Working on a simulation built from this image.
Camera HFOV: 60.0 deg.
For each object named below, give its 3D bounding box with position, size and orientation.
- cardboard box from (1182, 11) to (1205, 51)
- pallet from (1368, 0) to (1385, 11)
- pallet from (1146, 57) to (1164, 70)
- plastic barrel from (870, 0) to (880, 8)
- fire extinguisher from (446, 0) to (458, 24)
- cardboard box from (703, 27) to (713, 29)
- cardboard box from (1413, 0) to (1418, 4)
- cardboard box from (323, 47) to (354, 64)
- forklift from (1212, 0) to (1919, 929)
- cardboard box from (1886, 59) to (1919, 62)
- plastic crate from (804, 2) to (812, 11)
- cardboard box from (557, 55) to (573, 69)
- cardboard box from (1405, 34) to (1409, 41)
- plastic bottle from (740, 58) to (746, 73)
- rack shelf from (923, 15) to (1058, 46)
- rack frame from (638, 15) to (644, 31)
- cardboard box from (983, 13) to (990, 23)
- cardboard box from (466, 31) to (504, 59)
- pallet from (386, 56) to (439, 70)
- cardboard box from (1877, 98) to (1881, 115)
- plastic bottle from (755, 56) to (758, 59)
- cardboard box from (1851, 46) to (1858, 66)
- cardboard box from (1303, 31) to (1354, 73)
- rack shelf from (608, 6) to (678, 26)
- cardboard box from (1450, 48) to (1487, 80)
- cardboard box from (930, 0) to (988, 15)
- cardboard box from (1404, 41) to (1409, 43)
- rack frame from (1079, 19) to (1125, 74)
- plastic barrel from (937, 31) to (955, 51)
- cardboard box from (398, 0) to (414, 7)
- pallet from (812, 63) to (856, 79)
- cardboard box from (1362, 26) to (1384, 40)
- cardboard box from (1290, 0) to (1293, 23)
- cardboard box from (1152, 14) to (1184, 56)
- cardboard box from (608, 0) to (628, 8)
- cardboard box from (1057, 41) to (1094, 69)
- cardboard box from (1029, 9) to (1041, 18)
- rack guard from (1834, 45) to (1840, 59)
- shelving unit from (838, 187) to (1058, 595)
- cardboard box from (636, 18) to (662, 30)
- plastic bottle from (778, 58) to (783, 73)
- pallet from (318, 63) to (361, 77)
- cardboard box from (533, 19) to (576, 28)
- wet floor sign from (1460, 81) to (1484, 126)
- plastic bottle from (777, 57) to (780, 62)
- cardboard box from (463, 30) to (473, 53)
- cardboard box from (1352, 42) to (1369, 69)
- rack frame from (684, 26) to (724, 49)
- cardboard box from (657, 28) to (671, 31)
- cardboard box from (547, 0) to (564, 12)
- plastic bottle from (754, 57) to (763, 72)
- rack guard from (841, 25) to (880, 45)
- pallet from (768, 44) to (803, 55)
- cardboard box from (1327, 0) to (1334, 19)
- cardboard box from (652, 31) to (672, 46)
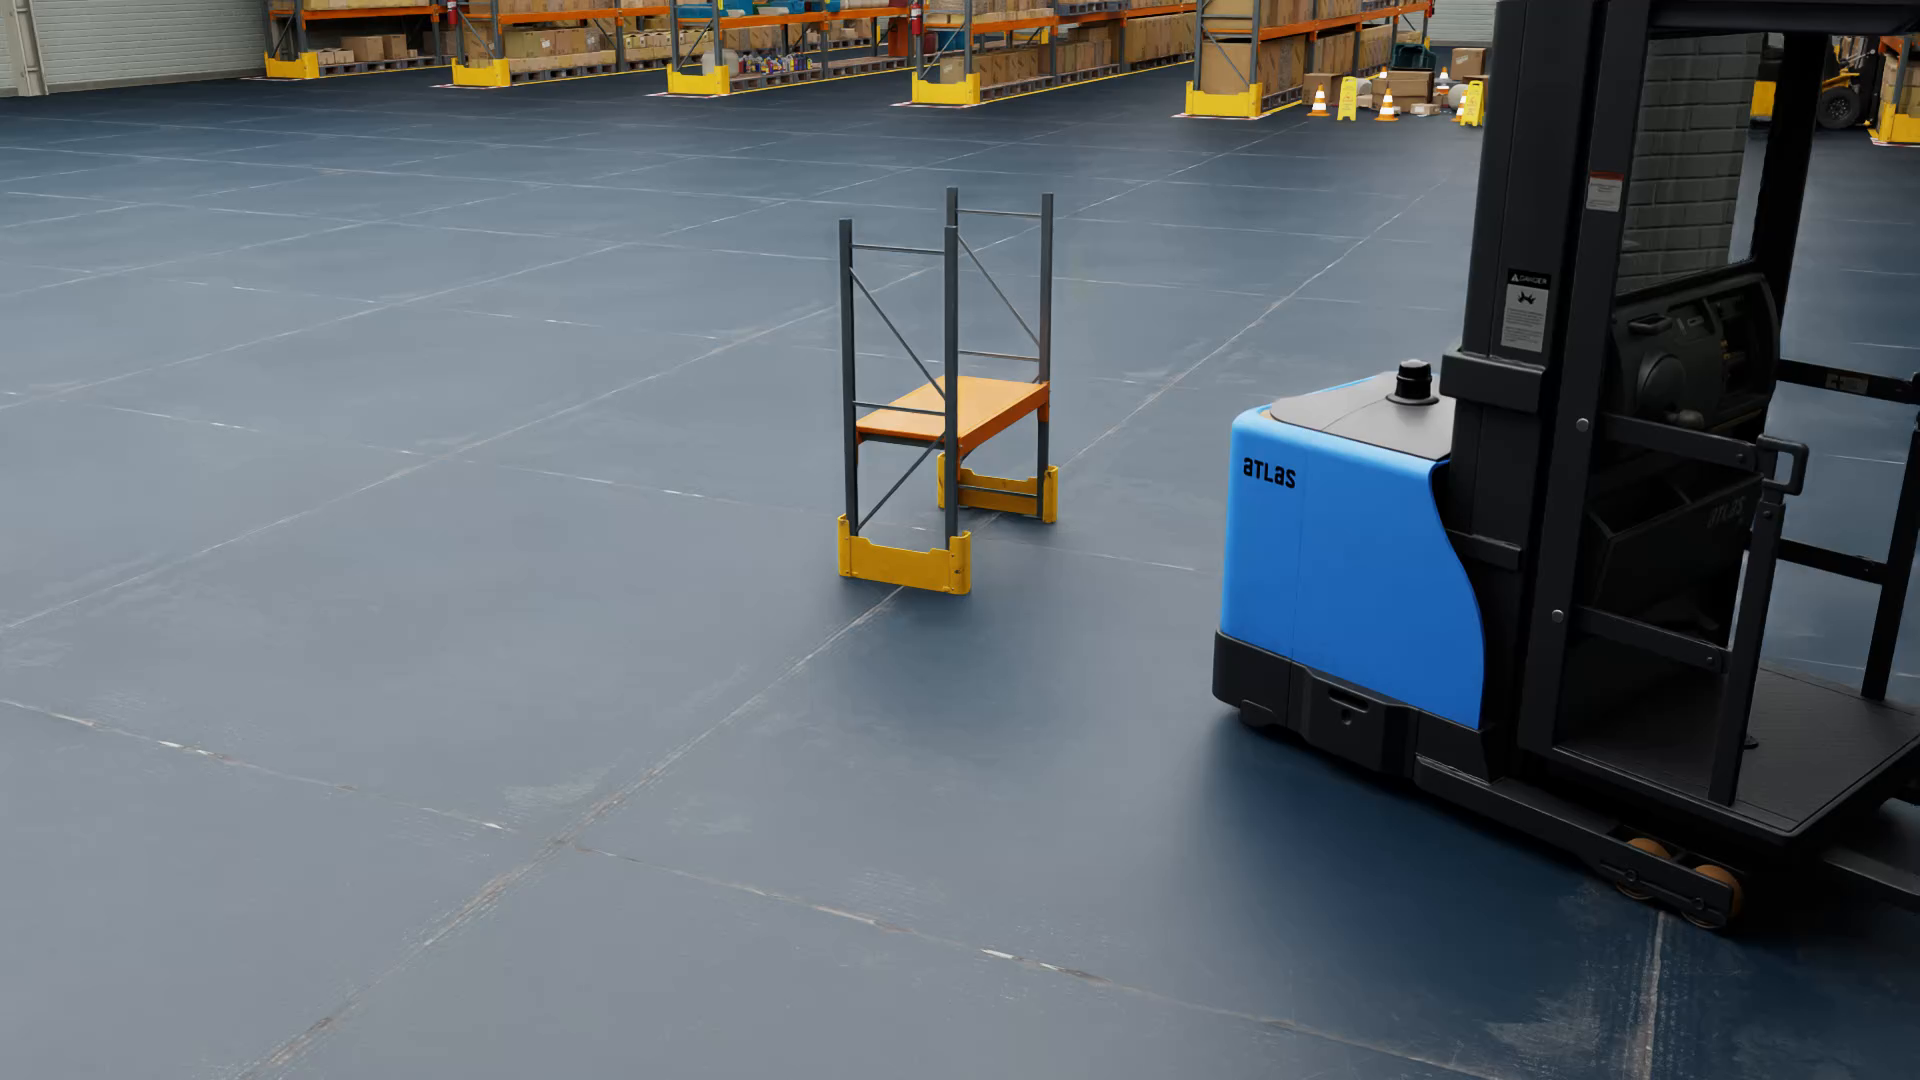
[{"bbox_3d":[5.352,-12.266,40.026,0.875,0.875,0.875,9,21,23],"label":"cardboard box"},{"bbox_3d":[8.259,-11.189,34.741,1.003,0.211,1.213,9,21,23],"label":"pallet"},{"bbox_3d":[3.895,-10.669,37.153,1.003,0.211,1.213,9,21,23],"label":"pallet"},{"bbox_3d":[-1.915,-11.640,35.555,0.421,0.512,0.421,0,20,0],"label":"plastic barrel"},{"bbox_3d":[-9.782,-10.286,32.031,0.296,0.674,0.183,9,21,23],"label":"fire extinguisher"},{"bbox_3d":[-5.865,-12.088,40.057,0.500,0.500,0.500,9,22,25],"label":"cardboard box"},{"bbox_3d":[10.443,-12.550,38.657,0.380,0.149,0.250,8,21,20],"label":"cardboard box"},{"bbox_3d":[-13.232,-10.287,35.275,0.500,0.311,0.500,11,22,27],"label":"cardboard box"},{"bbox_3d":[2.224,-0.520,4.558,1.130,2.935,3.031,-16,25,-38],"label":"forklift"},{"bbox_3d":[13.817,-6.918,24.430,0.500,0.250,0.500,8,21,22],"label":"cardboard box"},{"bbox_3d":[-3.235,-11.057,33.988,0.402,0.464,0.583,9,21,23],"label":"plastic crate"},{"bbox_3d":[-8.271,-9.789,33.995,0.500,0.250,0.500,9,21,23],"label":"cardboard box"},{"bbox_3d":[10.117,-11.578,38.287,0.380,0.149,0.250,9,21,23],"label":"cardboard box"},{"bbox_3d":[-4.215,-9.222,32.321,0.061,0.283,0.133,9,21,23],"label":"plastic bottle"},{"bbox_3d":[0.545,-9.207,29.955,1.077,0.370,4.000,9,21,23],"label":"rack shelf"},{"bbox_3d":[-8.917,-14.642,44.163,1.000,3.000,0.127,9,21,23],"label":"rack frame"},{"bbox_3d":[0.297,-9.019,28.727,0.380,0.149,0.250,9,21,23],"label":"cardboard box"},{"bbox_3d":[-9.362,-9.755,32.781,0.500,0.500,0.500,9,21,23],"label":"cardboard box"},{"bbox_3d":[-12.435,-10.672,37.163,1.003,0.211,1.213,9,21,23],"label":"pallet"},{"bbox_3d":[13.627,-6.287,24.146,0.500,0.250,0.500,9,21,23],"label":"cardboard box"},{"bbox_3d":[-4.046,-9.472,33.024,0.061,0.283,0.133,10,22,25],"label":"plastic bottle"},{"bbox_3d":[17.599,-9.302,32.253,0.500,0.500,0.500,8,21,22],"label":"cardboard box"},{"bbox_3d":[7.155,-9.633,32.809,1.050,0.750,0.750,8,21,22],"label":"cardboard box"},{"bbox_3d":[-6.853,-11.790,37.219,1.077,0.370,4.000,9,21,23],"label":"rack shelf"},{"bbox_3d":[8.769,-8.212,28.683,0.500,0.500,0.500,9,21,23],"label":"cardboard box"},{"bbox_3d":[-0.023,-9.286,28.511,0.875,0.500,0.500,9,21,23],"label":"cardboard box"},{"bbox_3d":[10.061,-11.354,38.101,0.380,0.149,0.250,8,21,22],"label":"cardboard box"},{"bbox_3d":[3.002,-11.380,34.992,1.000,3.000,0.127,9,21,23],"label":"rack frame"},{"bbox_3d":[-0.407,-12.111,39.553,0.600,0.901,0.708,9,21,23],"label":"plastic barrel"},{"bbox_3d":[-12.322,-11.798,36.359,0.500,0.250,0.500,9,21,23],"label":"cardboard box"},{"bbox_3d":[-2.868,-9.769,34.622,1.003,0.211,1.213,9,21,23],"label":"pallet"},{"bbox_3d":[8.623,-10.684,35.018,0.500,0.250,0.500,8,21,20],"label":"cardboard box"},{"bbox_3d":[5.175,-9.082,28.306,0.875,0.550,0.550,9,21,23],"label":"cardboard box"},{"bbox_3d":[4.396,-11.601,38.158,1.225,0.875,0.875,9,21,23],"label":"cardboard box"},{"bbox_3d":[-7.510,-11.604,35.844,0.500,0.250,0.500,10,22,26],"label":"cardboard box"},{"bbox_3d":[2.305,-9.857,33.782,0.700,0.500,0.500,11,22,27],"label":"cardboard box"},{"bbox_3d":[1.276,-9.698,30.637,0.380,0.149,0.250,9,21,23],"label":"cardboard box"},{"bbox_3d":[19.818,-10.585,36.487,1.175,0.500,0.348,9,21,23],"label":"rack guard"},{"bbox_3d":[-0.031,-0.683,7.152,0.587,1.500,1.083,9,21,23],"label":"shelving unit"},{"bbox_3d":[-8.517,-13.877,45.115,0.700,0.500,0.500,9,21,23],"label":"cardboard box"},{"bbox_3d":[-3.501,-9.245,32.403,0.097,0.271,0.097,0,20,0],"label":"plastic bottle"},{"bbox_3d":[-13.435,-9.927,35.066,1.003,0.211,1.213,9,21,23],"label":"pallet"},{"bbox_3d":[-10.134,-12.811,41.596,0.750,0.750,0.750,8,21,22],"label":"cardboard box"},{"bbox_3d":[7.713,-6.554,24.936,0.267,0.644,0.232,18,26,41],"label":"wet floor sign"},{"bbox_3d":[-3.533,-9.336,32.641,0.061,0.283,0.133,9,21,23],"label":"plastic bottle"},{"bbox_3d":[-11.741,-11.618,38.735,0.700,0.500,0.500,8,21,22],"label":"cardboard box"},{"bbox_3d":[8.008,-9.870,33.849,0.500,0.500,0.500,8,21,20],"label":"cardboard box"},{"bbox_3d":[-6.034,-12.741,38.817,1.000,3.000,0.127,9,21,23],"label":"rack frame"},{"bbox_3d":[-6.724,-11.626,38.322,0.500,0.311,0.500,8,21,21],"label":"cardboard box"},{"bbox_3d":[-8.475,-10.957,33.652,0.700,0.500,0.500,9,22,24],"label":"cardboard box"},{"bbox_3d":[-3.969,-9.371,32.750,0.152,0.276,0.135,9,21,23],"label":"plastic bottle"},{"bbox_3d":[-2.789,-13.985,46.047,1.175,0.500,0.348,9,21,23],"label":"rack guard"},{"bbox_3d":[-4.694,-12.396,42.009,1.003,0.211,1.213,9,21,23],"label":"pallet"},{"bbox_3d":[6.515,-9.771,30.319,0.500,0.500,0.500,9,21,23],"label":"cardboard box"},{"bbox_3d":[-6.647,-11.247,37.256,0.500,0.311,0.500,9,22,24],"label":"cardboard box"}]
